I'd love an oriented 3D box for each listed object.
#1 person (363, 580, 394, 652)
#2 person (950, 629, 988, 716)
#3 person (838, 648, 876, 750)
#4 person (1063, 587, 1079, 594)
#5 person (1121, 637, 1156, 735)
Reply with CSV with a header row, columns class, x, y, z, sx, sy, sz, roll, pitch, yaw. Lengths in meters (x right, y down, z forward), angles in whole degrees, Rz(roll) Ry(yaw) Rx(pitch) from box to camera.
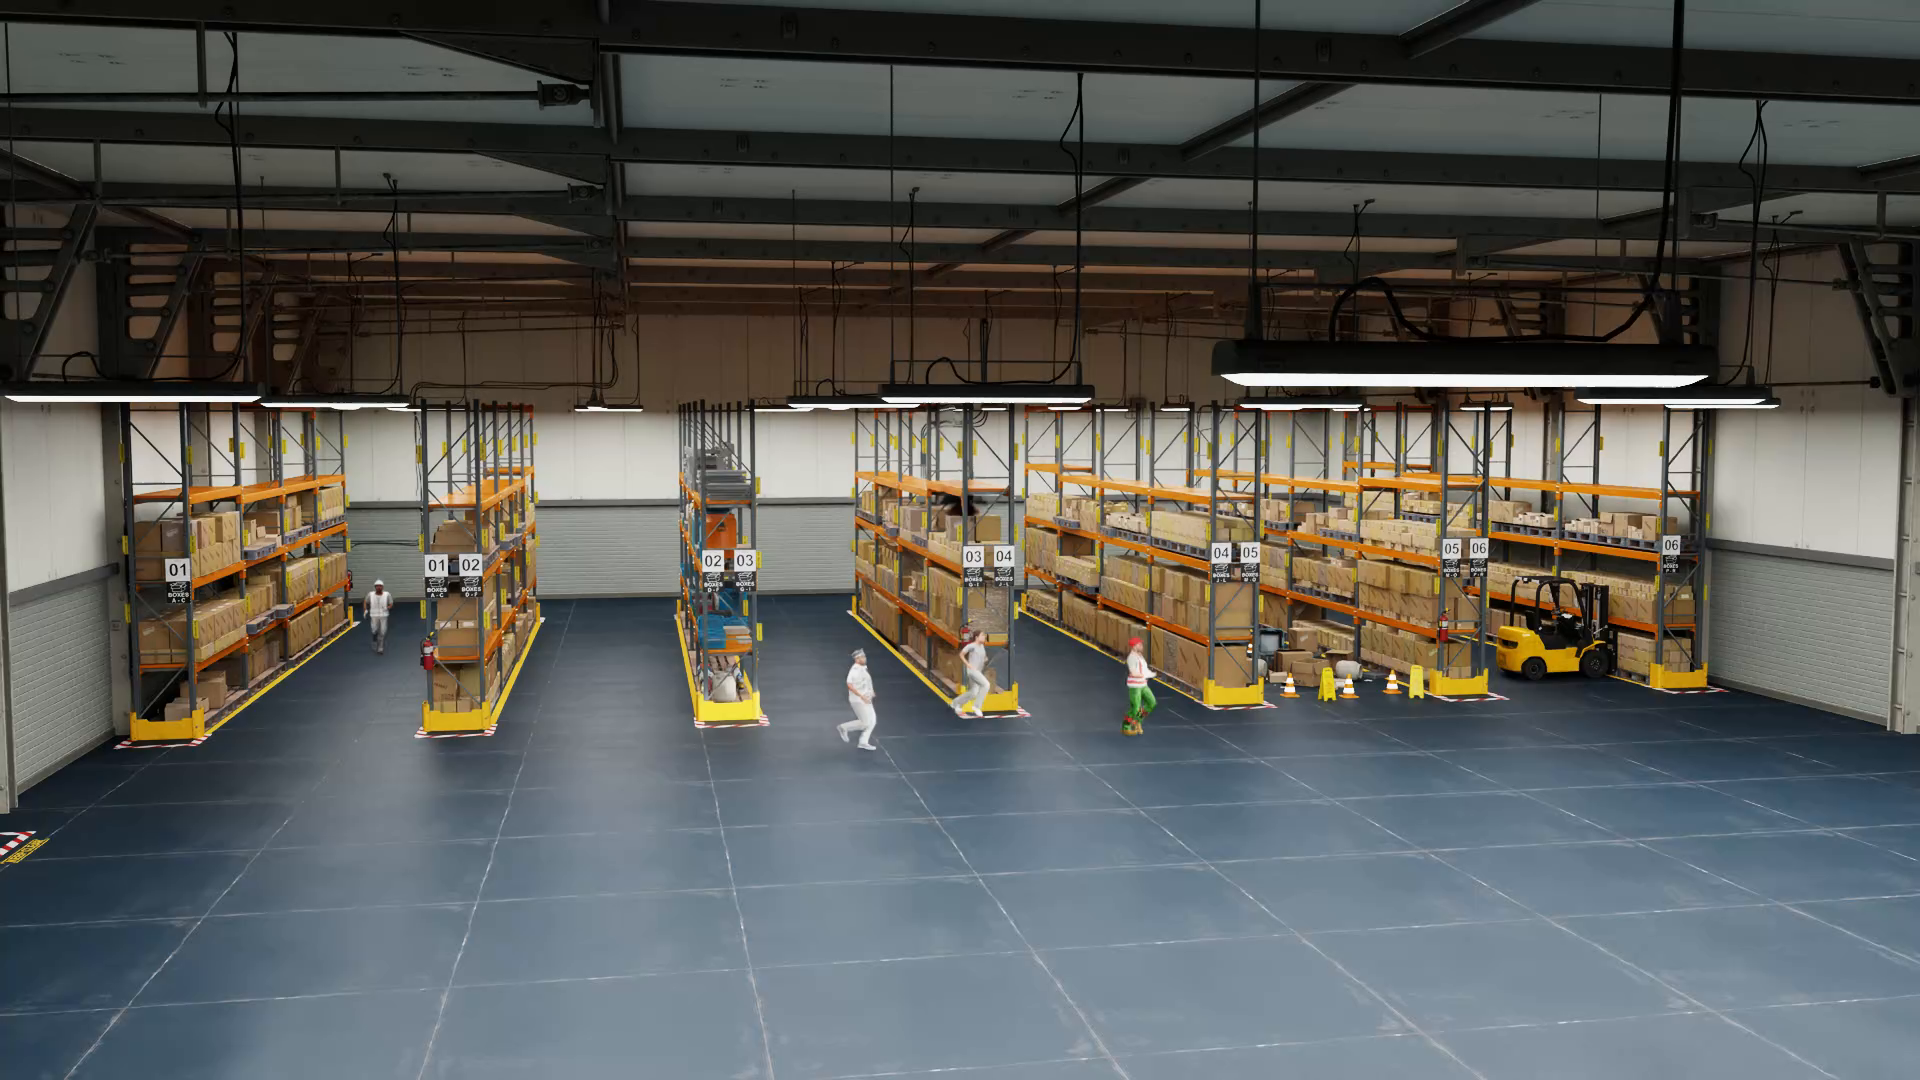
class,x,y,z,sx,sy,sz,roll,pitch,yaw
person,-13.899,1.840,39.777,0.681,1.739,0.624,-2,5,-20
person,0.203,2.422,30.744,0.738,1.547,0.644,2,5,25
person,-1.753,2.718,28.435,0.644,1.748,0.653,1,4,11
person,3.353,1.193,49.469,0.666,1.660,0.653,3,5,37
person,3.169,2.595,29.563,0.611,1.753,0.633,2,5,29
